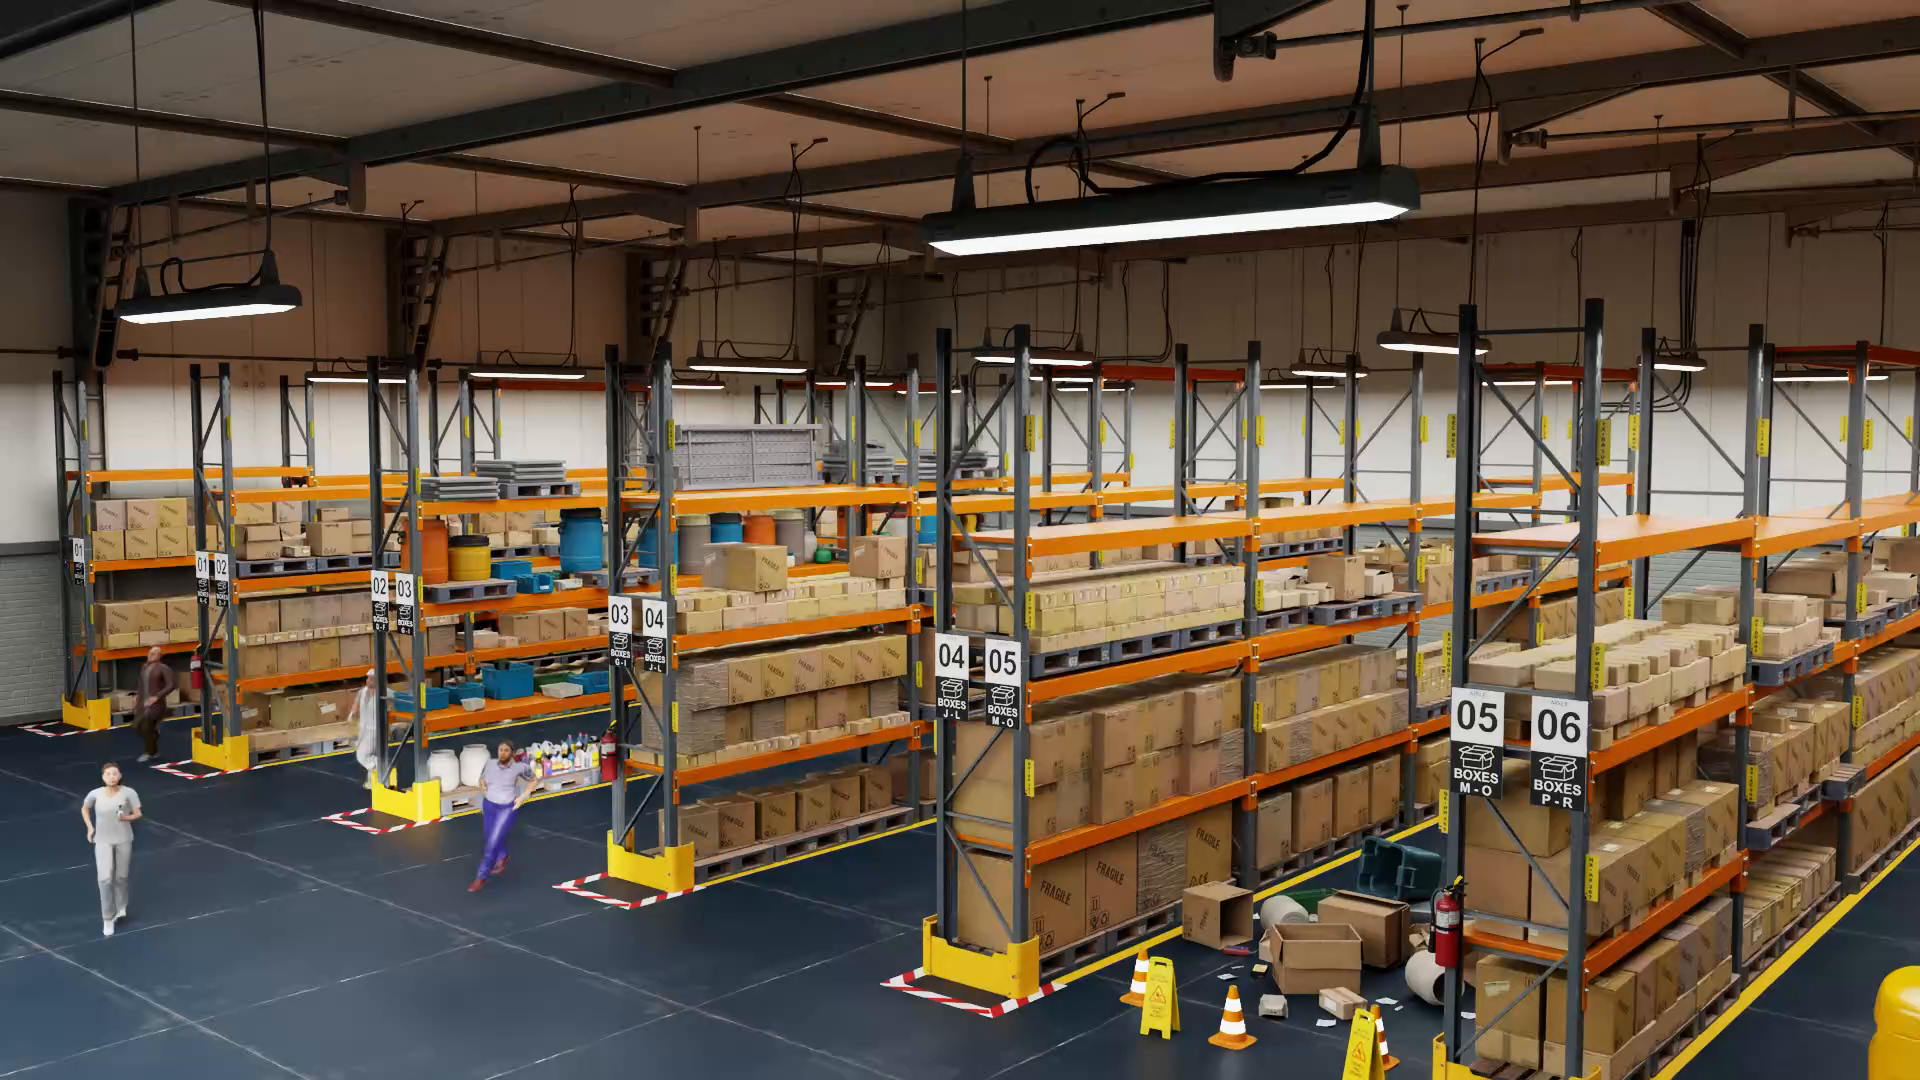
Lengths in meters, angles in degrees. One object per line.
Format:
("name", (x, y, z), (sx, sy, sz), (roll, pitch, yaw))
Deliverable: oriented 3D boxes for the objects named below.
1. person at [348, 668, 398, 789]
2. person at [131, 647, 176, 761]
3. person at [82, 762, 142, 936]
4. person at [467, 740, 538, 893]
("person", (-8.144, 2.625, 23.061), (0.748, 1.727, 0.614), (2, 5, 28))
("person", (-12.252, 2.497, 25.316), (0.723, 1.765, 0.617), (1, 4, 15))
("person", (-8.616, 3.114, 16.922), (0.548, 1.726, 0.709), (-2, 5, -28))
("person", (-5.072, 3.024, 18.495), (0.641, 1.647, 0.857), (1, 4, 18))
